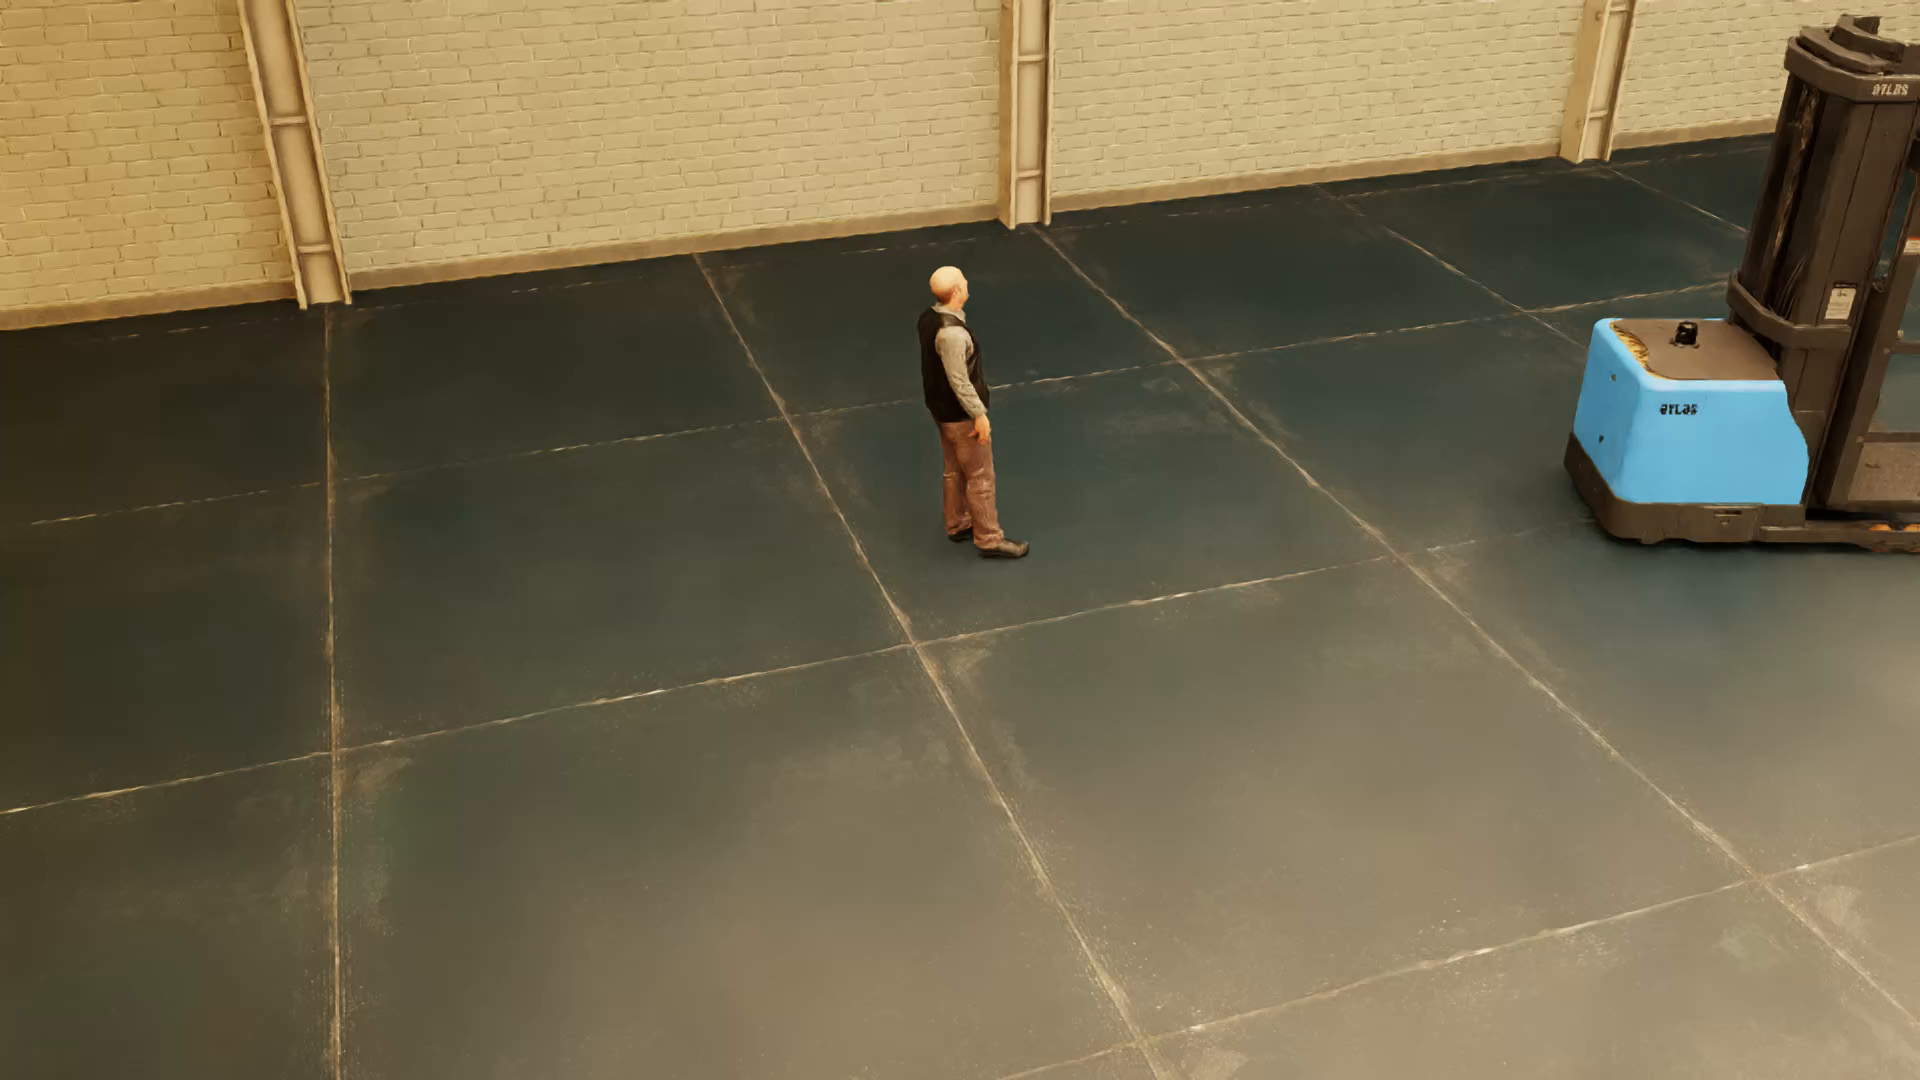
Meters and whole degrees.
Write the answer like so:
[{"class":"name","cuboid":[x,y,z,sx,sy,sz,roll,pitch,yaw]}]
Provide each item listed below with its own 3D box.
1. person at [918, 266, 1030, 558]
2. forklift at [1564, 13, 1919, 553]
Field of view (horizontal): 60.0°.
[{"class":"person","cuboid":[0.062,-0.759,9.604,0.567,1.720,0.632,-10,31,-16]},{"class":"forklift","cuboid":[5.398,-1.462,9.627,3.031,2.935,1.130,1,30,1]}]
